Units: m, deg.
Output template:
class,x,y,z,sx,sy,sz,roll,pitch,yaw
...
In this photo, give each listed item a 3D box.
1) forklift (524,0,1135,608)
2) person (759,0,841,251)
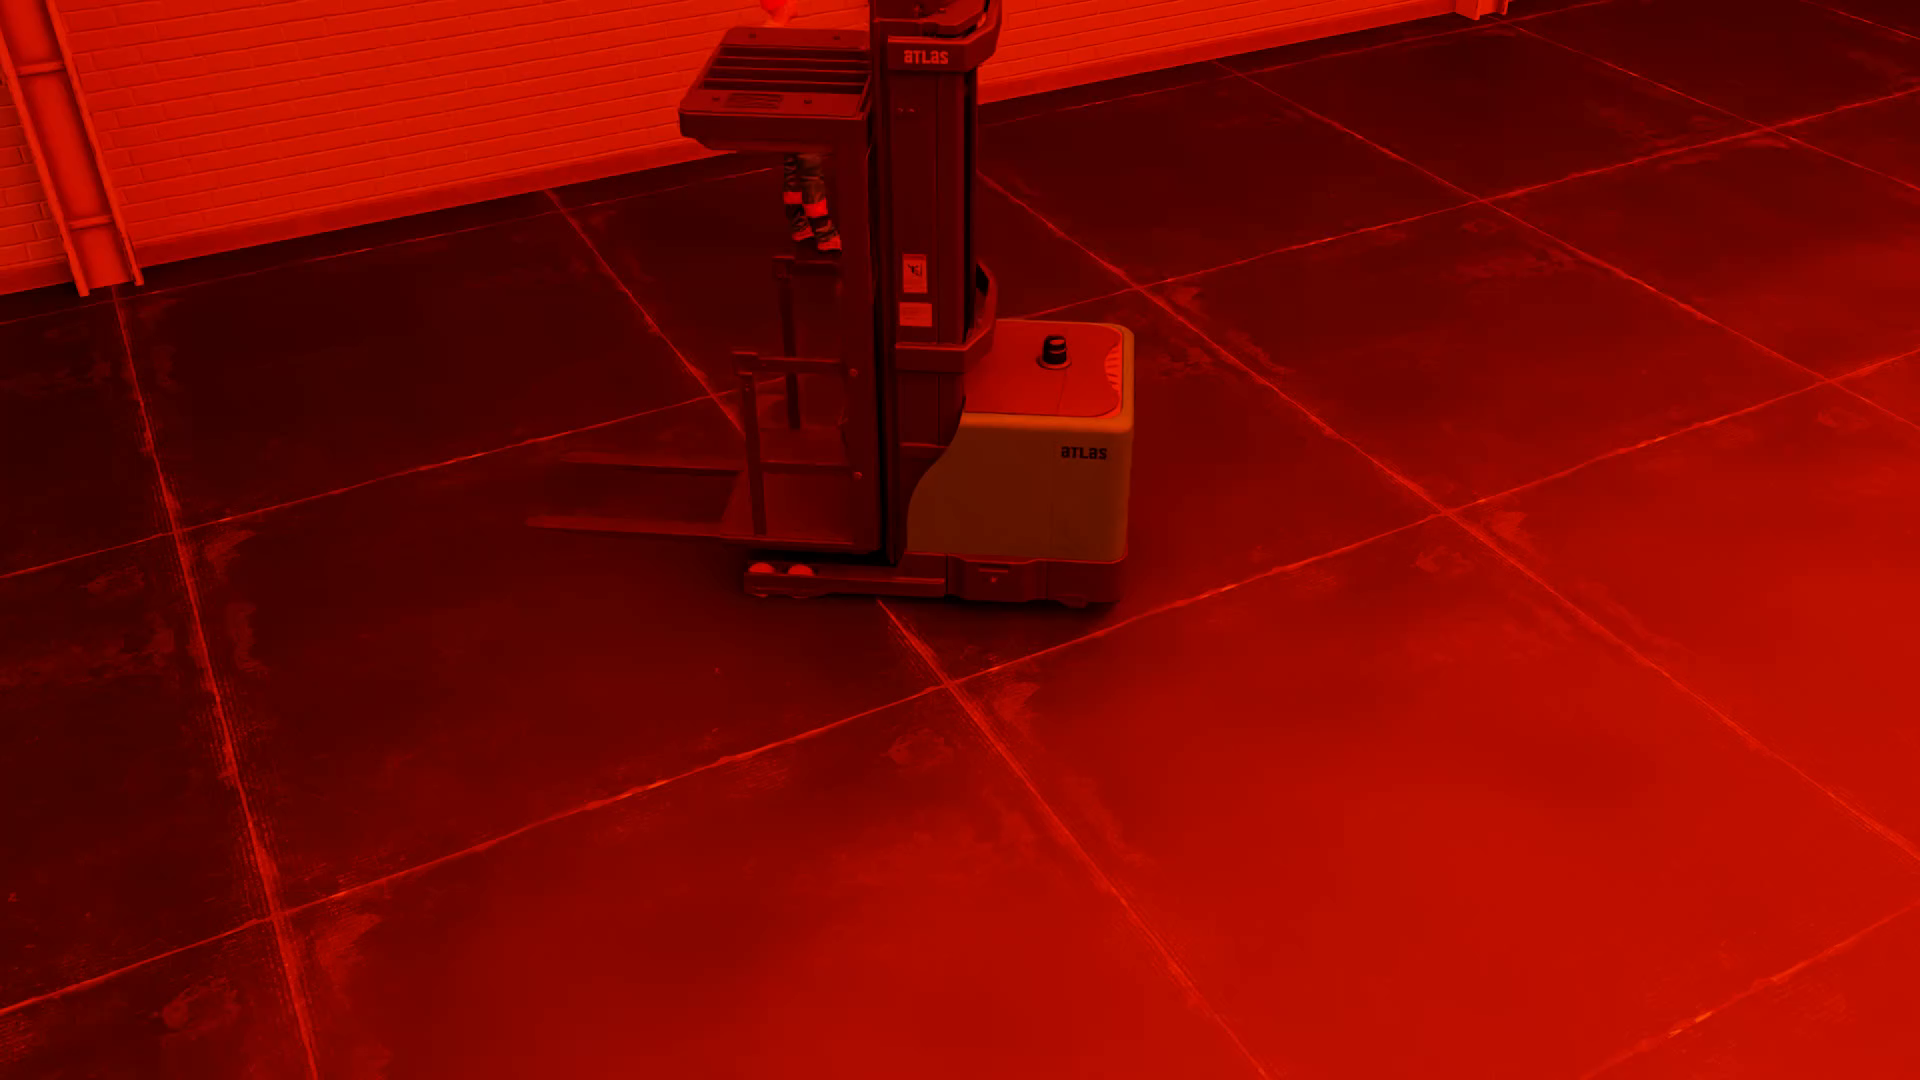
class,x,y,z,sx,sy,sz,roll,pitch,yaw
forklift,-0.662,-1.206,7.829,3.031,2.935,1.130,3,35,4
person,-1.037,-2.849,11.130,0.565,1.787,0.639,-11,37,-15
